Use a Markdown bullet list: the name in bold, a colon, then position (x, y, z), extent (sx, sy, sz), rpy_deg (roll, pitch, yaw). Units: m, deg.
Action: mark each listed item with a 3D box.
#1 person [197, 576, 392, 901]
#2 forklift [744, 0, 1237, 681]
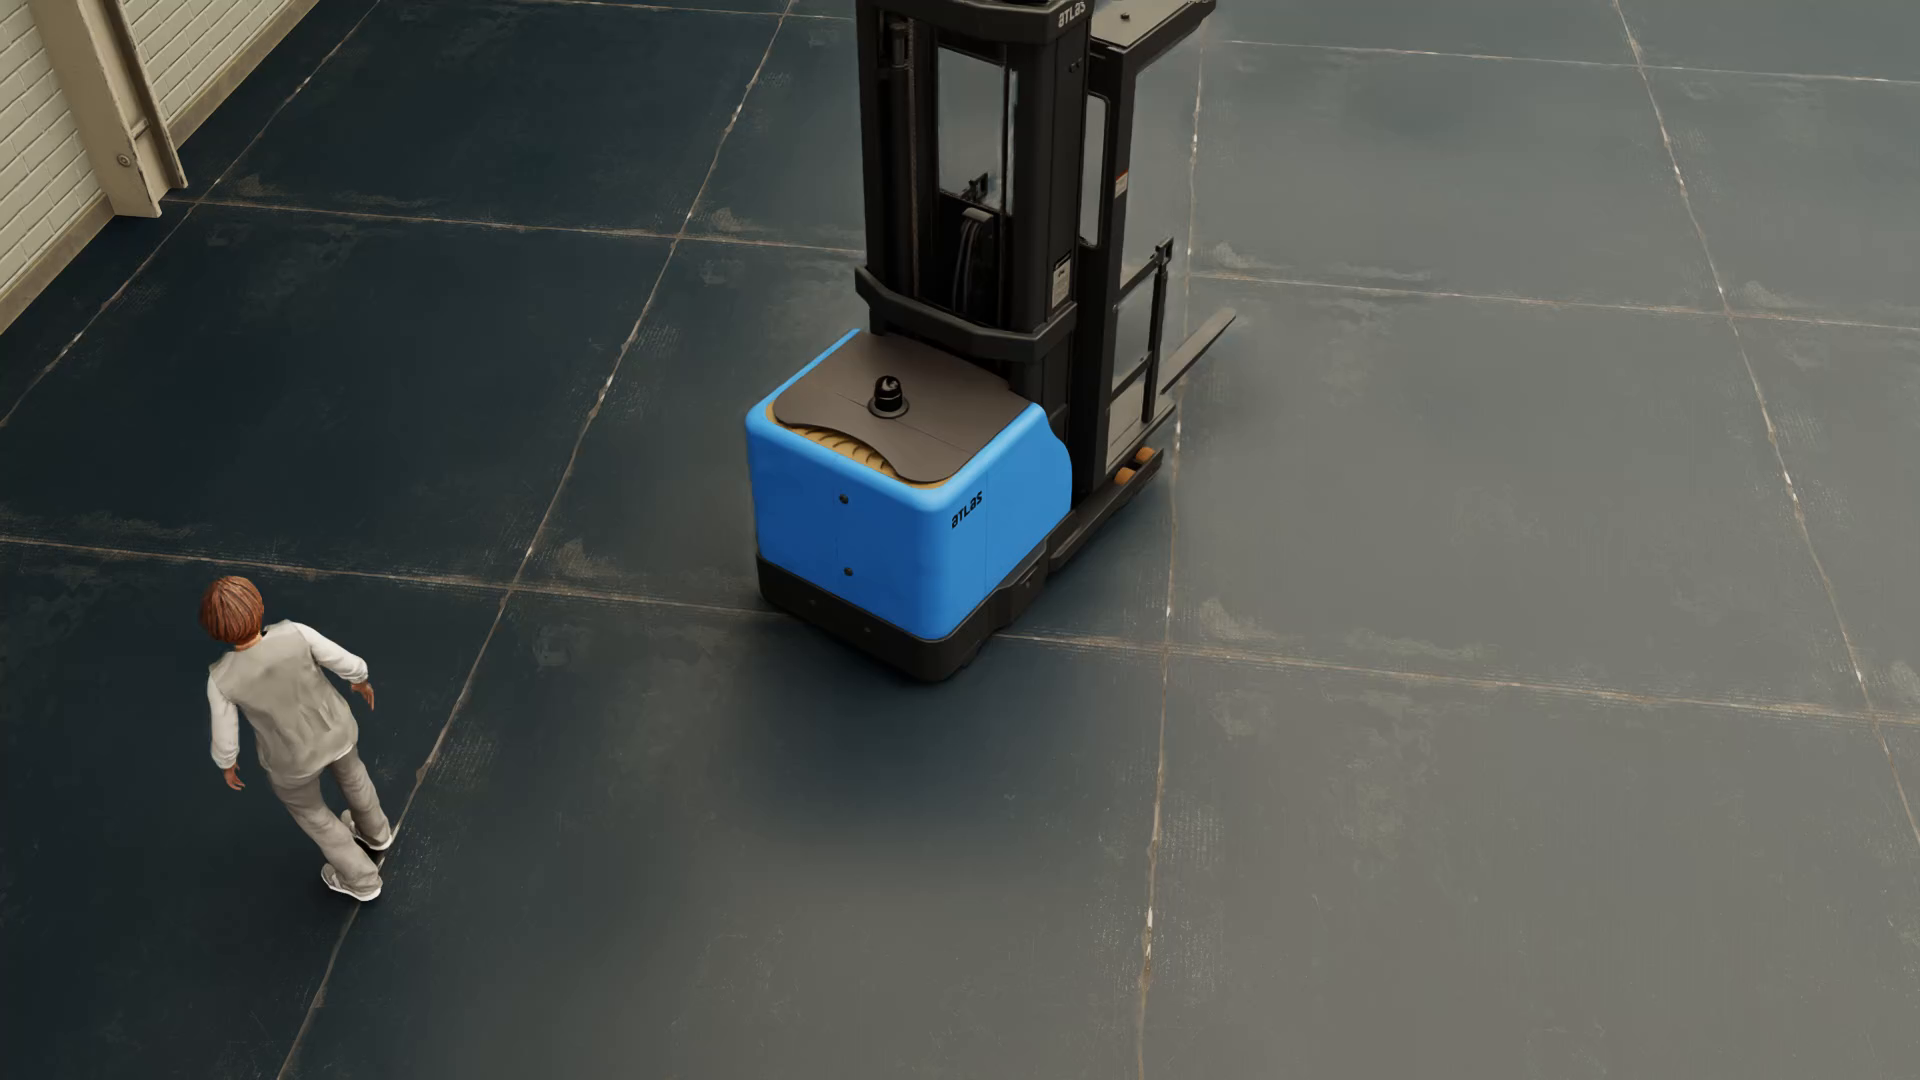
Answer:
- **person**: position (-2.381, 0.698, 5.961), extent (0.455, 1.589, 0.610), rpy_deg (31, 51, 29)
- **forklift**: position (0.343, -1.436, 7.288), extent (1.130, 2.935, 3.031), rpy_deg (25, 48, 25)
